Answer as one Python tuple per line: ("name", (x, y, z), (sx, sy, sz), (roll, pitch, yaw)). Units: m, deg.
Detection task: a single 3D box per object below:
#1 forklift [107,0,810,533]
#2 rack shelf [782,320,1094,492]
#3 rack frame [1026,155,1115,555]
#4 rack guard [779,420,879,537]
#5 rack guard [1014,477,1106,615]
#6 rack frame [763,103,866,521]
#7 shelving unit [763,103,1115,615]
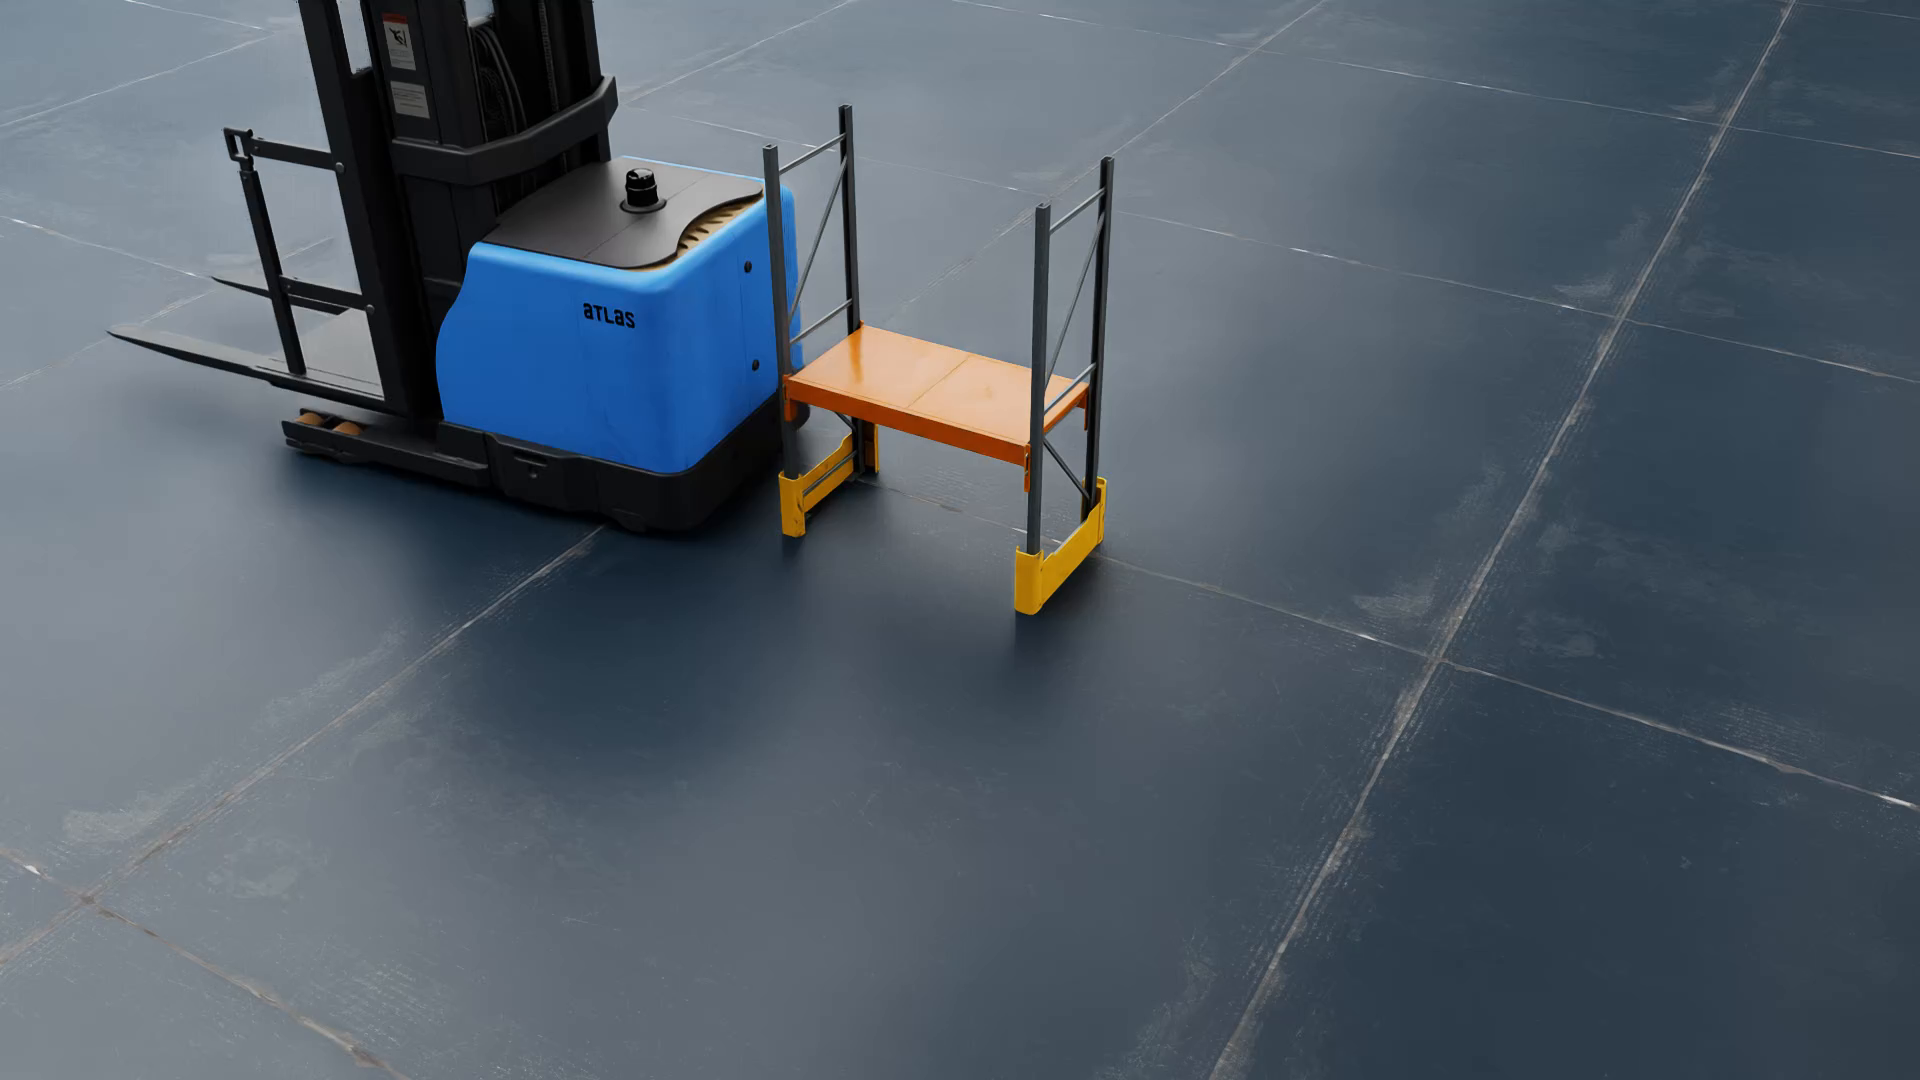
("forklift", (-2.185, -1.777, 6.274), (3.031, 2.935, 1.130), (14, 36, 19))
("rack shelf", (-0.074, -0.498, 5.969), (1.000, 0.185, 0.538), (18, 37, 24))
("rack frame", (0.367, -0.508, 5.660), (0.032, 1.500, 0.500), (18, 37, 24))
("rack guard", (-0.499, -0.262, 6.418), (0.087, 0.250, 0.587), (18, 37, 24))
("rack guard", (0.366, 0.012, 6.007), (0.087, 0.250, 0.587), (18, 37, 24))
("rack frame", (-0.515, -0.788, 6.079), (0.032, 1.500, 0.500), (18, 37, 24))
("shelving unit", (-0.066, -0.645, 5.866), (1.083, 1.500, 0.587), (18, 37, 24))
